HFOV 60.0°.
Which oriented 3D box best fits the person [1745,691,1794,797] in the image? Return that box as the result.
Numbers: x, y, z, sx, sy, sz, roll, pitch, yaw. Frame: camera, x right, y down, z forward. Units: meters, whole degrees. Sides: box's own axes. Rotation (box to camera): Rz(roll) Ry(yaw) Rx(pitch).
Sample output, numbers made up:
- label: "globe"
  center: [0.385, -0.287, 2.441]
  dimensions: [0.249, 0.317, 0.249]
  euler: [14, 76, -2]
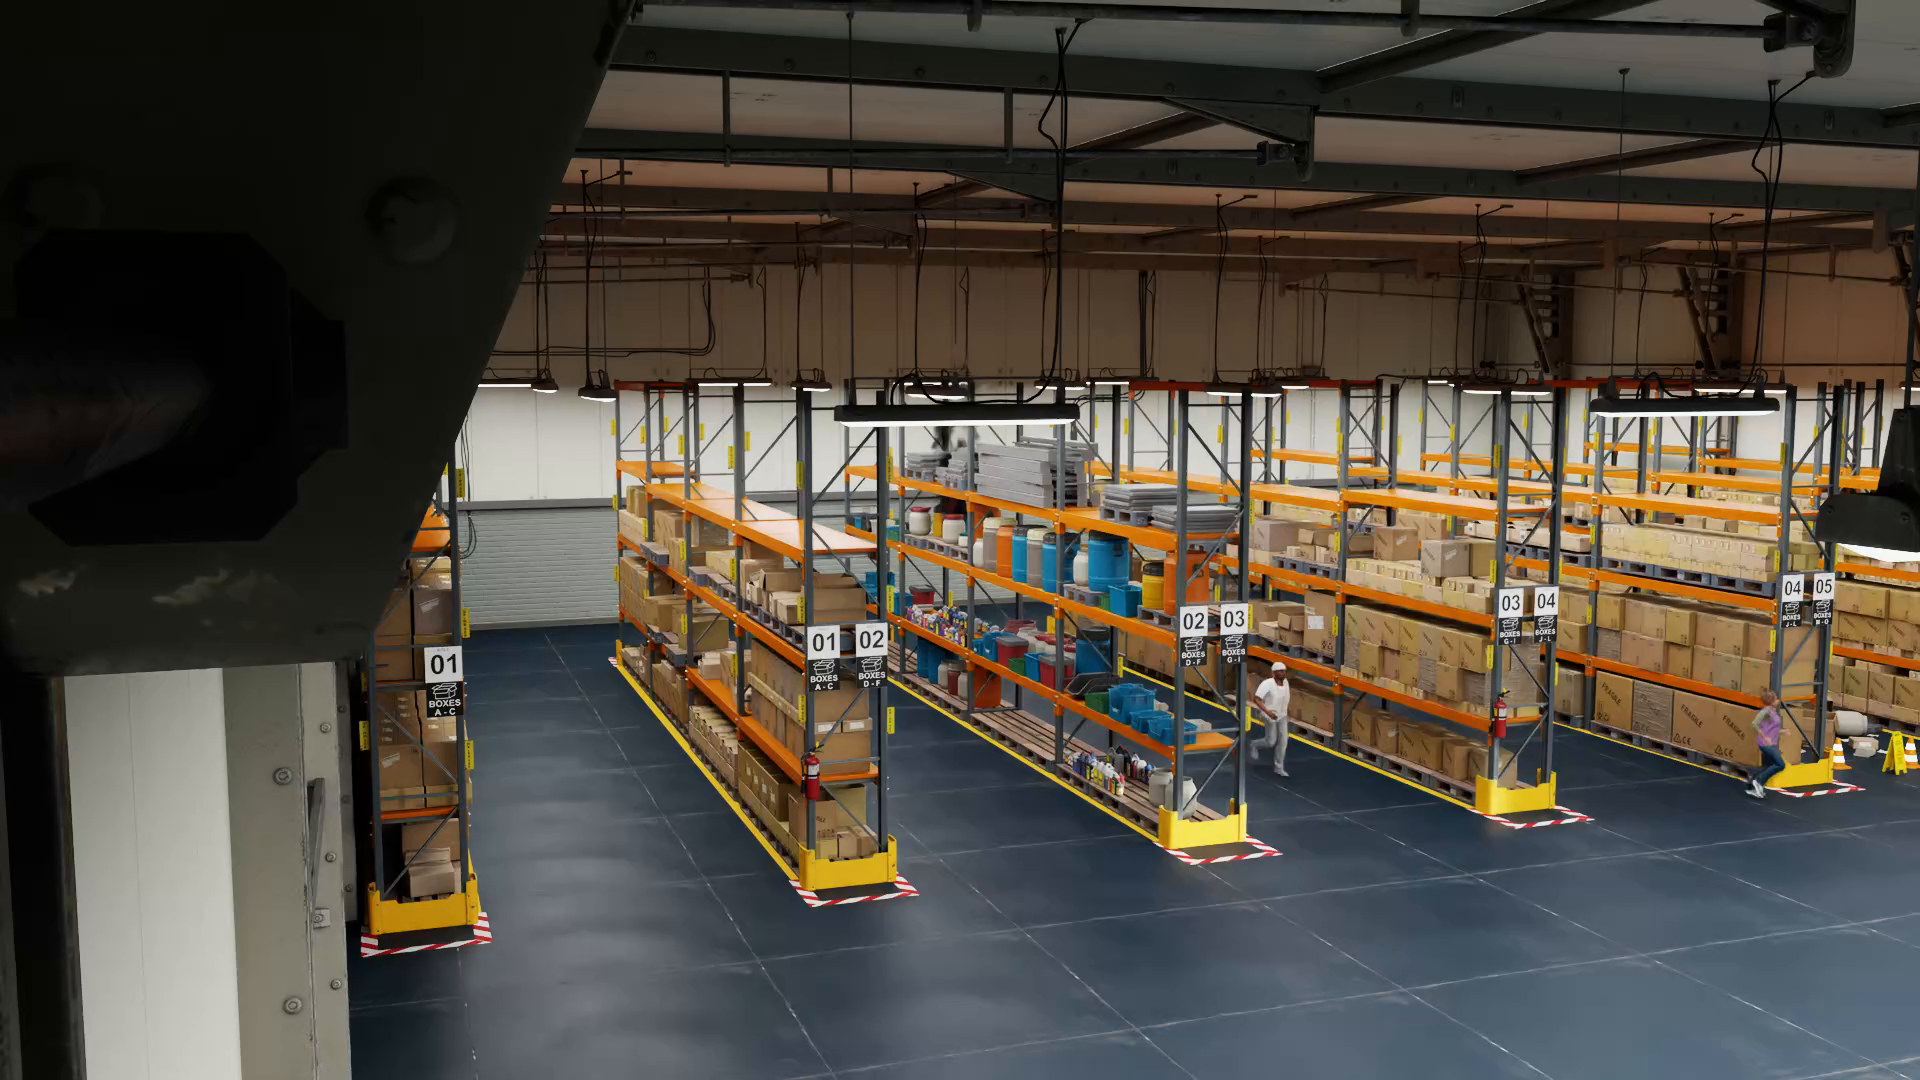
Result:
- label: "person"
  center: [11.791, 2.983, 24.221]
  dimensions: [0.601, 1.559, 0.513]
  euler: [4, 7, 32]

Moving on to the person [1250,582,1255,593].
- label: "person"
  center: [7.200, 1.142, 41.399]
  dimensions: [0.576, 1.667, 0.700]
  euler: [1, 6, 13]

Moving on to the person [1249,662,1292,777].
- label: "person"
  center: [4.862, 2.746, 25.851]
  dimensions: [0.727, 1.750, 0.875]
  euler: [-4, 7, -33]
